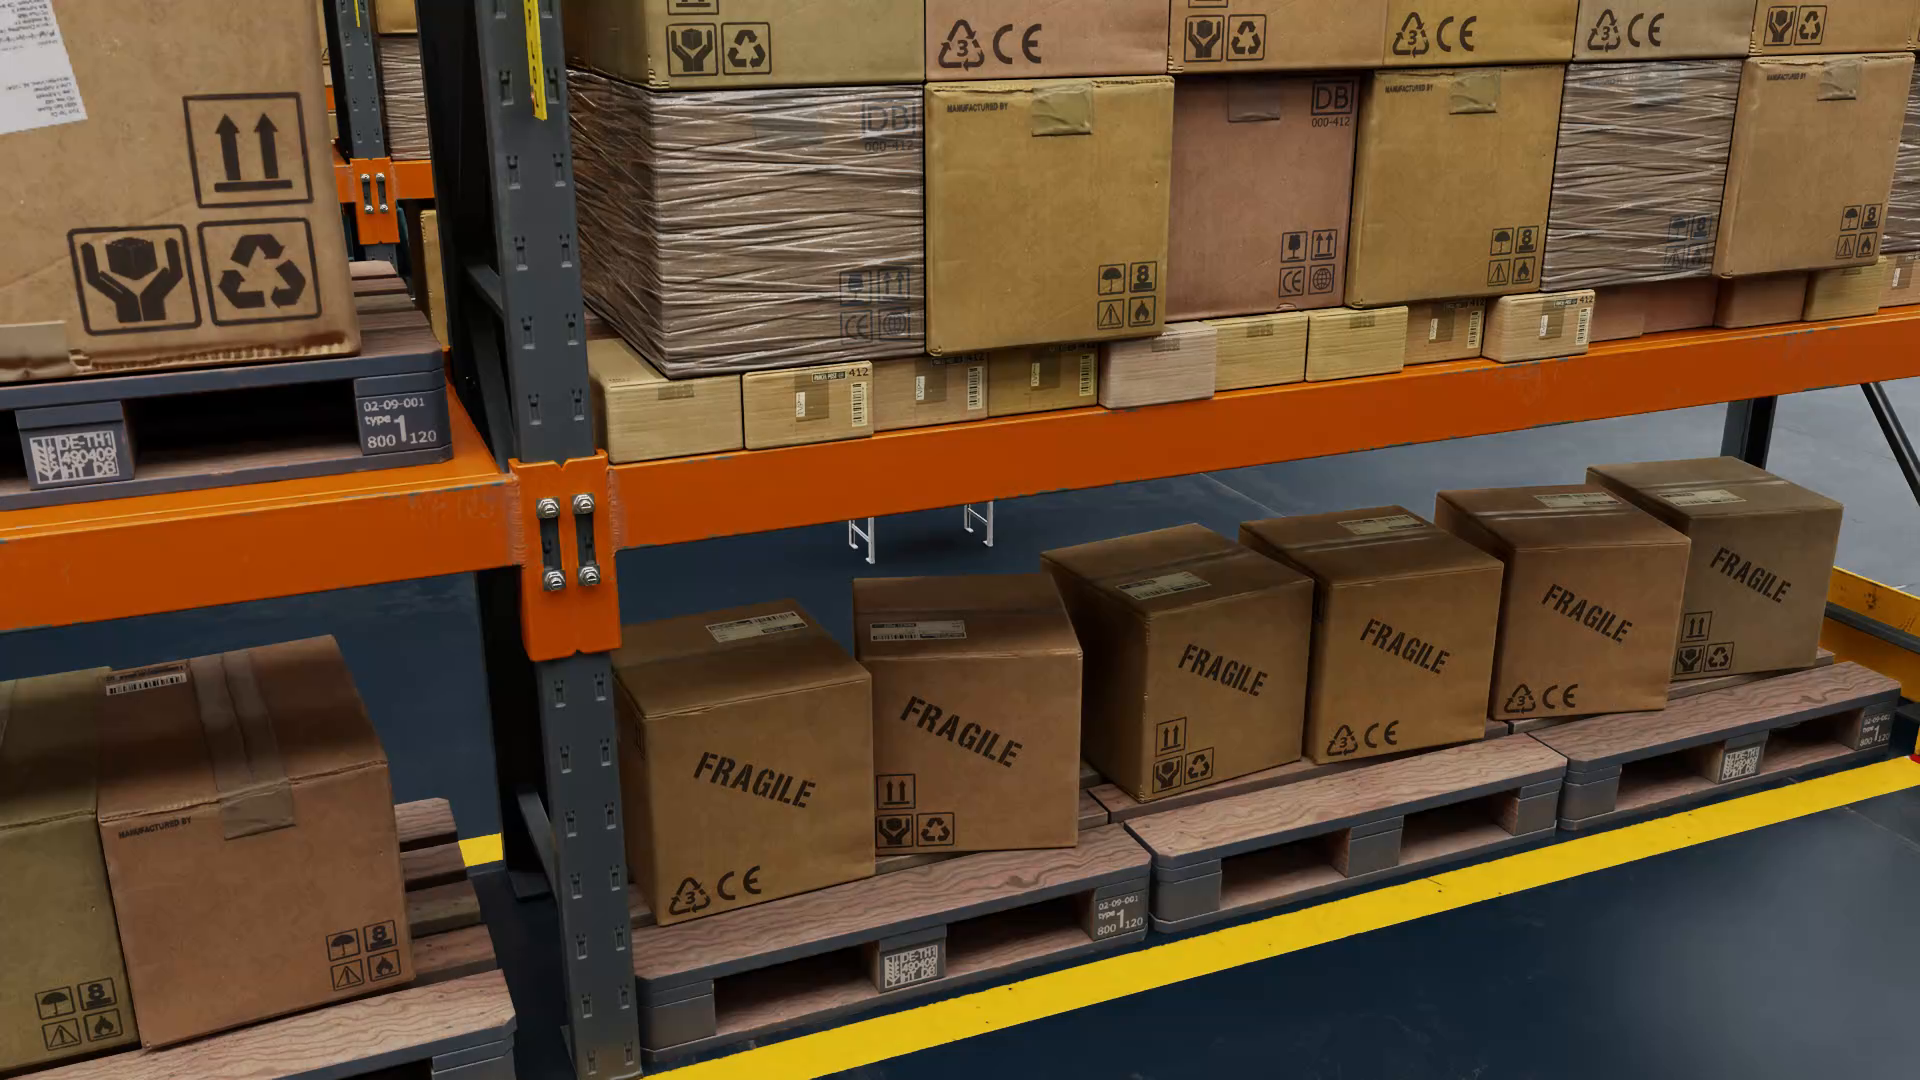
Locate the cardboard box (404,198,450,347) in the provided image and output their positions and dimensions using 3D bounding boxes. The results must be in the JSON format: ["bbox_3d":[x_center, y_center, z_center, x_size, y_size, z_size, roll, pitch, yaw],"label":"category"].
[{"bbox_3d":[-2.170,-1.242,8.099,0.875,0.875,0.875,-8,21,-21],"label":"cardboard box"}]

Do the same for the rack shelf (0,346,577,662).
[{"bbox_3d":[-2.739,0.144,2.680,4.000,0.370,1.077,-8,21,-22],"label":"rack shelf"}]

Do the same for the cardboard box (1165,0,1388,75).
[{"bbox_3d":[0.529,-1.231,3.399,0.500,0.500,0.500,-8,21,-22],"label":"cardboard box"}]

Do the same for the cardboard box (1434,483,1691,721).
[{"bbox_3d":[1.655,0.162,4.676,0.500,0.500,0.500,-3,20,-8],"label":"cardboard box"}]

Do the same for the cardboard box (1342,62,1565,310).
[{"bbox_3d":[0.903,-0.891,3.938,0.500,0.500,0.875,-8,21,-22],"label":"cardboard box"}]

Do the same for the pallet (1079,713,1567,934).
[{"bbox_3d":[0.822,0.596,4.512,1.213,0.211,1.003,-8,21,-22],"label":"pallet"}]

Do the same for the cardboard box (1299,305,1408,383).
[{"bbox_3d":[0.786,-0.478,3.742,0.250,0.149,0.380,-8,21,-22],"label":"cardboard box"}]

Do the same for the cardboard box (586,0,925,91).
[{"bbox_3d":[-0.389,-1.099,3.024,0.500,0.500,0.500,-8,21,-22],"label":"cardboard box"}]

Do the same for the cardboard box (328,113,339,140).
[{"bbox_3d":[-6.231,-4.100,16.406,0.500,0.250,0.500,-8,21,-22],"label":"cardboard box"}]

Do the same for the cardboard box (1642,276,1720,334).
[{"bbox_3d":[1.669,-0.636,4.191,0.250,0.149,0.380,-8,21,-22],"label":"cardboard box"}]

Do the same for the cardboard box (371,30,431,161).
[{"bbox_3d":[-2.441,-2.107,7.765,0.550,0.550,0.875,-8,21,-22],"label":"cardboard box"}]

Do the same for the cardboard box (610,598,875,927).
[{"bbox_3d":[-0.520,0.482,3.768,0.500,0.500,0.500,-9,21,-24],"label":"cardboard box"}]

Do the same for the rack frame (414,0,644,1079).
[{"bbox_3d":[-0.903,-0.459,3.308,0.127,3.000,1.000,-8,21,-22],"label":"rack frame"}]

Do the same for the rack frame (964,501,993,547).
[{"bbox_3d":[0.072,-0.576,6.352,0.015,1.200,0.240,-8,21,-22],"label":"rack frame"}]

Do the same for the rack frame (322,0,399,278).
[{"bbox_3d":[-2.775,-1.985,7.642,0.127,3.000,1.000,-8,21,-22],"label":"rack frame"}]

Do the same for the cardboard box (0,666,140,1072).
[{"bbox_3d":[-1.921,0.644,3.278,0.500,0.500,0.700,-8,21,-22],"label":"cardboard box"}]

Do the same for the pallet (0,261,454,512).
[{"bbox_3d":[-1.662,-0.312,3.180,1.213,0.211,1.003,-8,21,-22],"label":"pallet"}]

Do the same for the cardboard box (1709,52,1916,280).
[{"bbox_3d":[1.842,-1.006,4.264,0.500,0.500,0.875,-8,21,-22],"label":"cardboard box"}]

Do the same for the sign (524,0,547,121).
[{"bbox_3d":[-0.680,-0.836,2.637,0.005,0.325,0.100,-8,21,-22],"label":"sign"}]

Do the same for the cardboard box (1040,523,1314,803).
[{"bbox_3d":[0.542,0.299,4.289,0.500,0.500,0.500,-10,22,-27],"label":"cardboard box"}]

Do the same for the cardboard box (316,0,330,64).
[{"bbox_3d":[-4.314,-3.641,11.748,0.500,0.500,0.500,-8,21,-22],"label":"cardboard box"}]

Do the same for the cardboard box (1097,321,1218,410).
[{"bbox_3d":[0.339,-0.403,3.529,0.250,0.149,0.380,-8,21,-22],"label":"cardboard box"}]

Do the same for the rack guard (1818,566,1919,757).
[{"bbox_3d":[2.700,0.204,5.189,0.348,0.500,1.175,-8,21,-22],"label":"rack guard"}]

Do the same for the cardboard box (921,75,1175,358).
[{"bbox_3d":[0.008,-0.742,3.513,0.500,0.500,0.875,-8,21,-22],"label":"cardboard box"}]

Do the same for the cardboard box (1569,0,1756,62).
[{"bbox_3d":[1.446,-1.364,3.775,0.500,0.500,0.500,-8,21,-22],"label":"cardboard box"}]

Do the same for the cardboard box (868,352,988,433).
[{"bbox_3d":[-0.133,-0.347,3.369,0.250,0.149,0.380,-8,21,-22],"label":"cardboard box"}]

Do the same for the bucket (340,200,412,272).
[{"bbox_3d":[-3.563,-1.878,9.981,0.620,0.611,0.726,-11,20,0],"label":"bucket"}]

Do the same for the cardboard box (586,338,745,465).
[{"bbox_3d":[-0.586,-0.277,3.170,0.250,0.149,0.380,-8,21,-22],"label":"cardboard box"}]

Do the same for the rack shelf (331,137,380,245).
[{"bbox_3d":[-4.611,-1.382,7.014,4.000,0.370,1.077,-8,21,-22],"label":"rack shelf"}]

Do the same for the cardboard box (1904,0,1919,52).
[{"bbox_3d":[2.363,-1.496,4.151,0.500,0.500,0.500,-8,21,-22],"label":"cardboard box"}]

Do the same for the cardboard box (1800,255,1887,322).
[{"bbox_3d":[2.151,-0.685,4.328,0.250,0.149,0.380,-8,21,-22],"label":"cardboard box"}]

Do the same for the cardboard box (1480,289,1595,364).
[{"bbox_3d":[1.254,-0.537,3.908,0.250,0.149,0.380,-8,21,-22],"label":"cardboard box"}]

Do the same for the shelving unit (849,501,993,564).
[{"bbox_3d":[-0.152,-0.544,6.261,0.503,1.200,0.258,-8,21,-22],"label":"shelving unit"}]

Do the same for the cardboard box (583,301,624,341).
[{"bbox_3d":[-0.822,-0.458,3.685,0.250,0.149,0.380,-8,21,-22],"label":"cardboard box"}]
